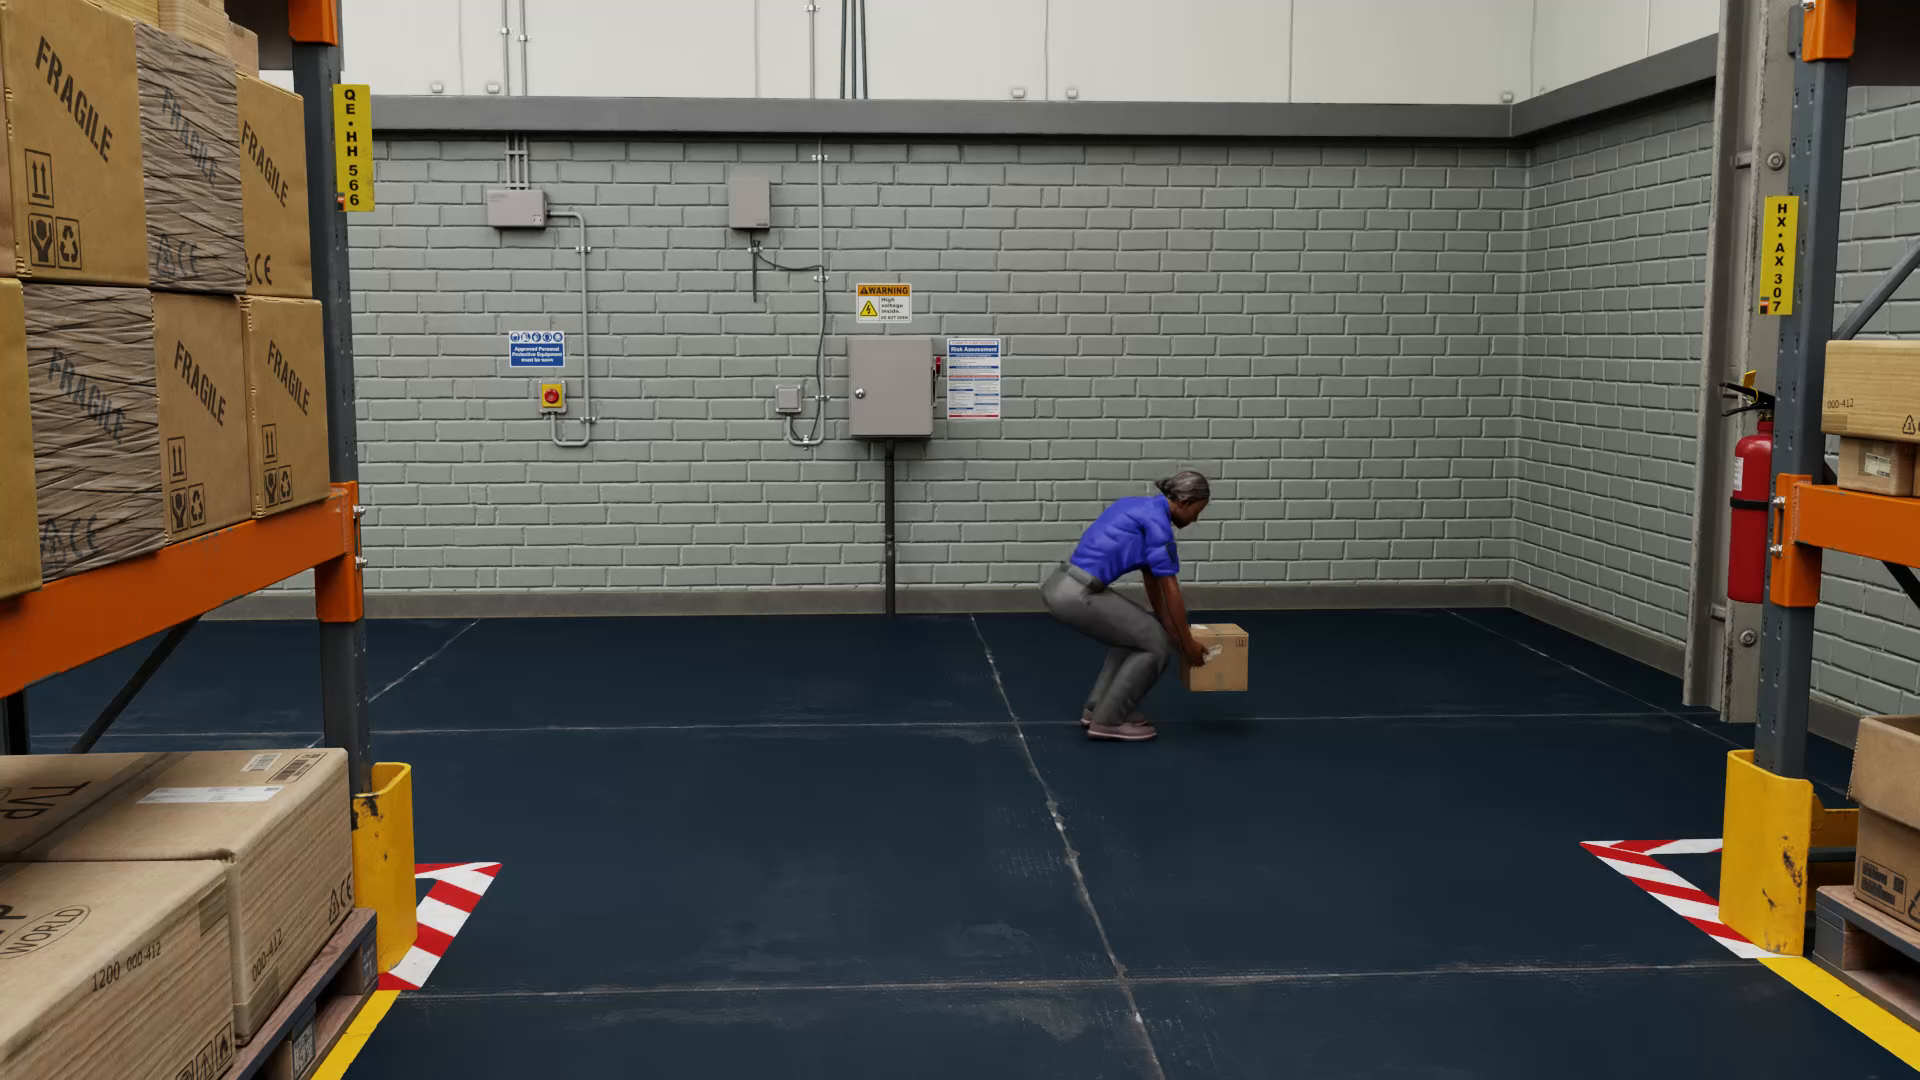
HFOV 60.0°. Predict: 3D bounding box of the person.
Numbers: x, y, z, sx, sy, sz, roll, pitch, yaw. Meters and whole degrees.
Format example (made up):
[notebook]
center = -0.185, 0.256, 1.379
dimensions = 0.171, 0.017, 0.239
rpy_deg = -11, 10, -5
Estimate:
[person]
center = 0.715, 0.273, 7.207
dimensions = 0.732, 1.139, 0.497
rpy_deg = 0, 7, -4
